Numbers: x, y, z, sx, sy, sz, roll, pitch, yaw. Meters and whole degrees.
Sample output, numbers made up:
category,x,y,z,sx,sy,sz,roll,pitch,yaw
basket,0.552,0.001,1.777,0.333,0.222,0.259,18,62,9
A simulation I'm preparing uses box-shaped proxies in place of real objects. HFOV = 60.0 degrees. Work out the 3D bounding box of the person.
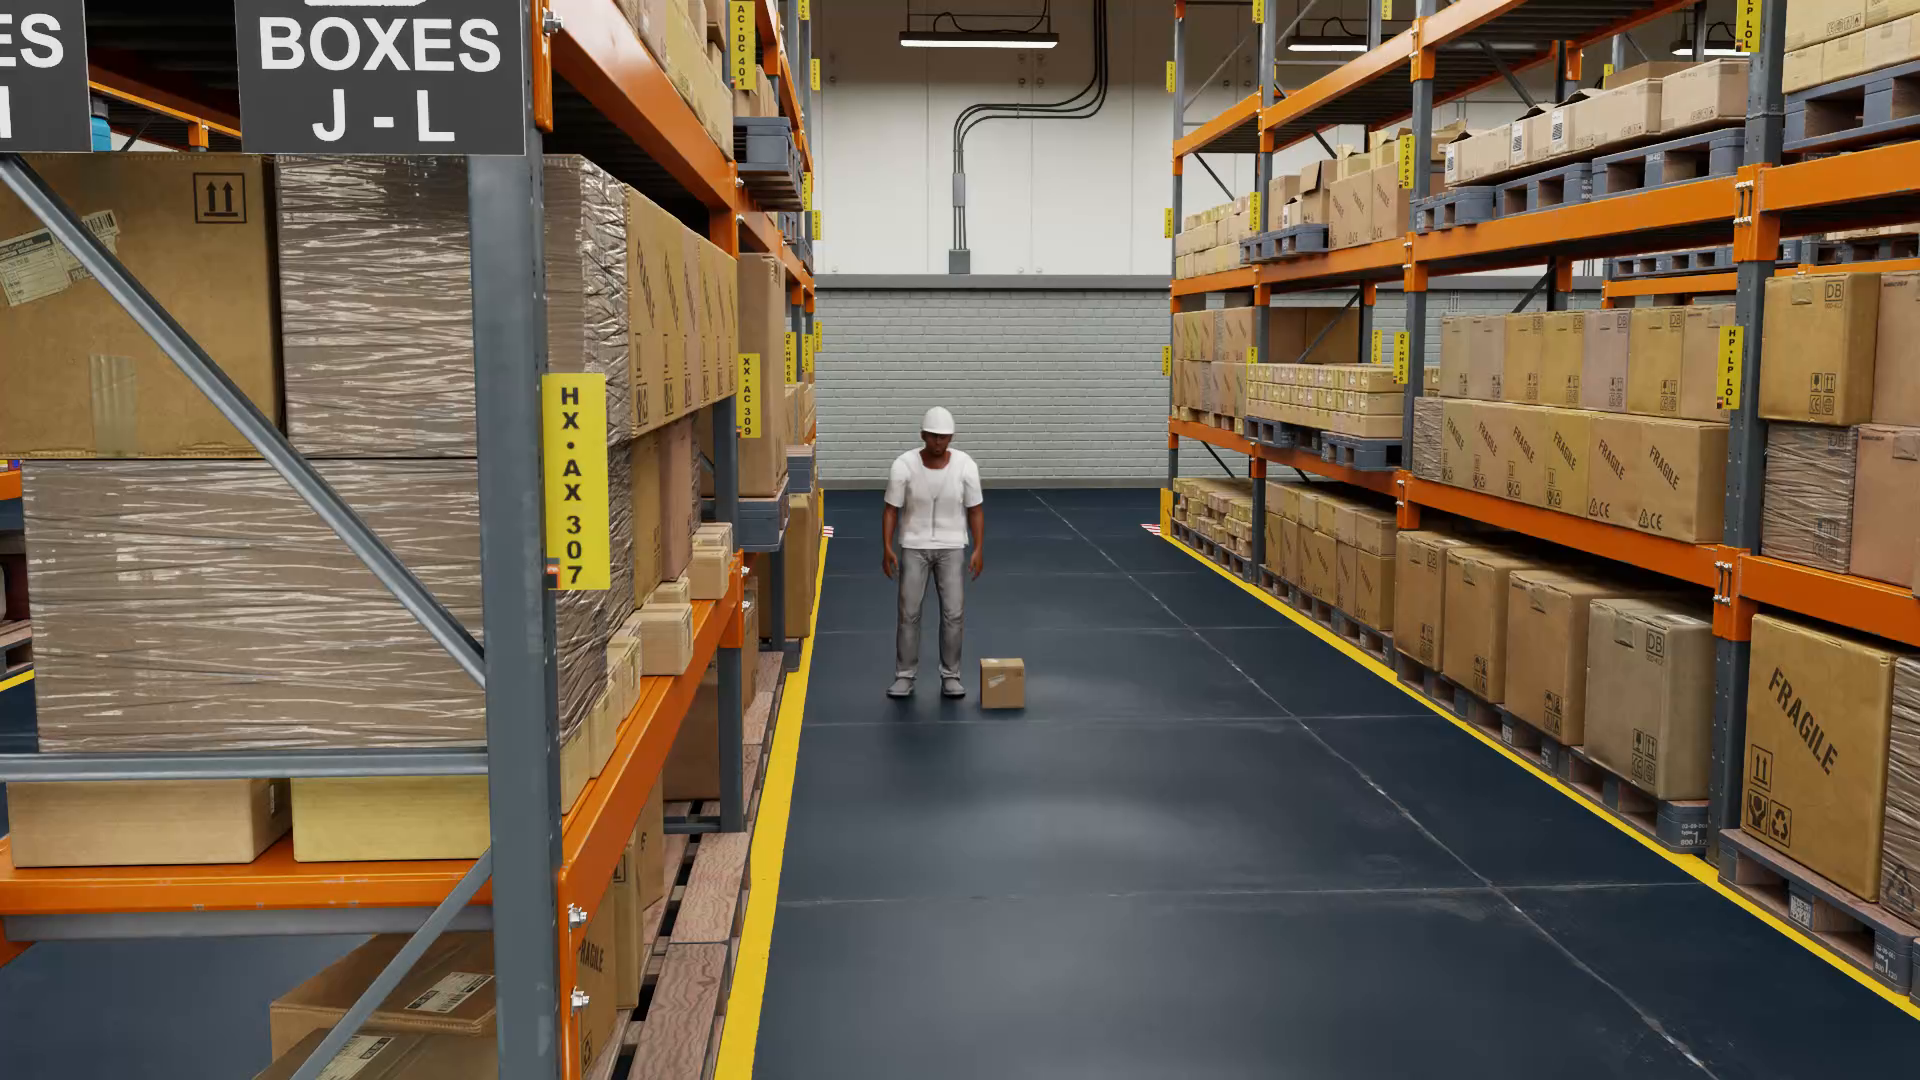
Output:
category,x,y,z,sx,sy,sz,roll,pitch,yaw
person,-0.162,0.069,10.098,0.626,1.758,0.463,0,7,-3
